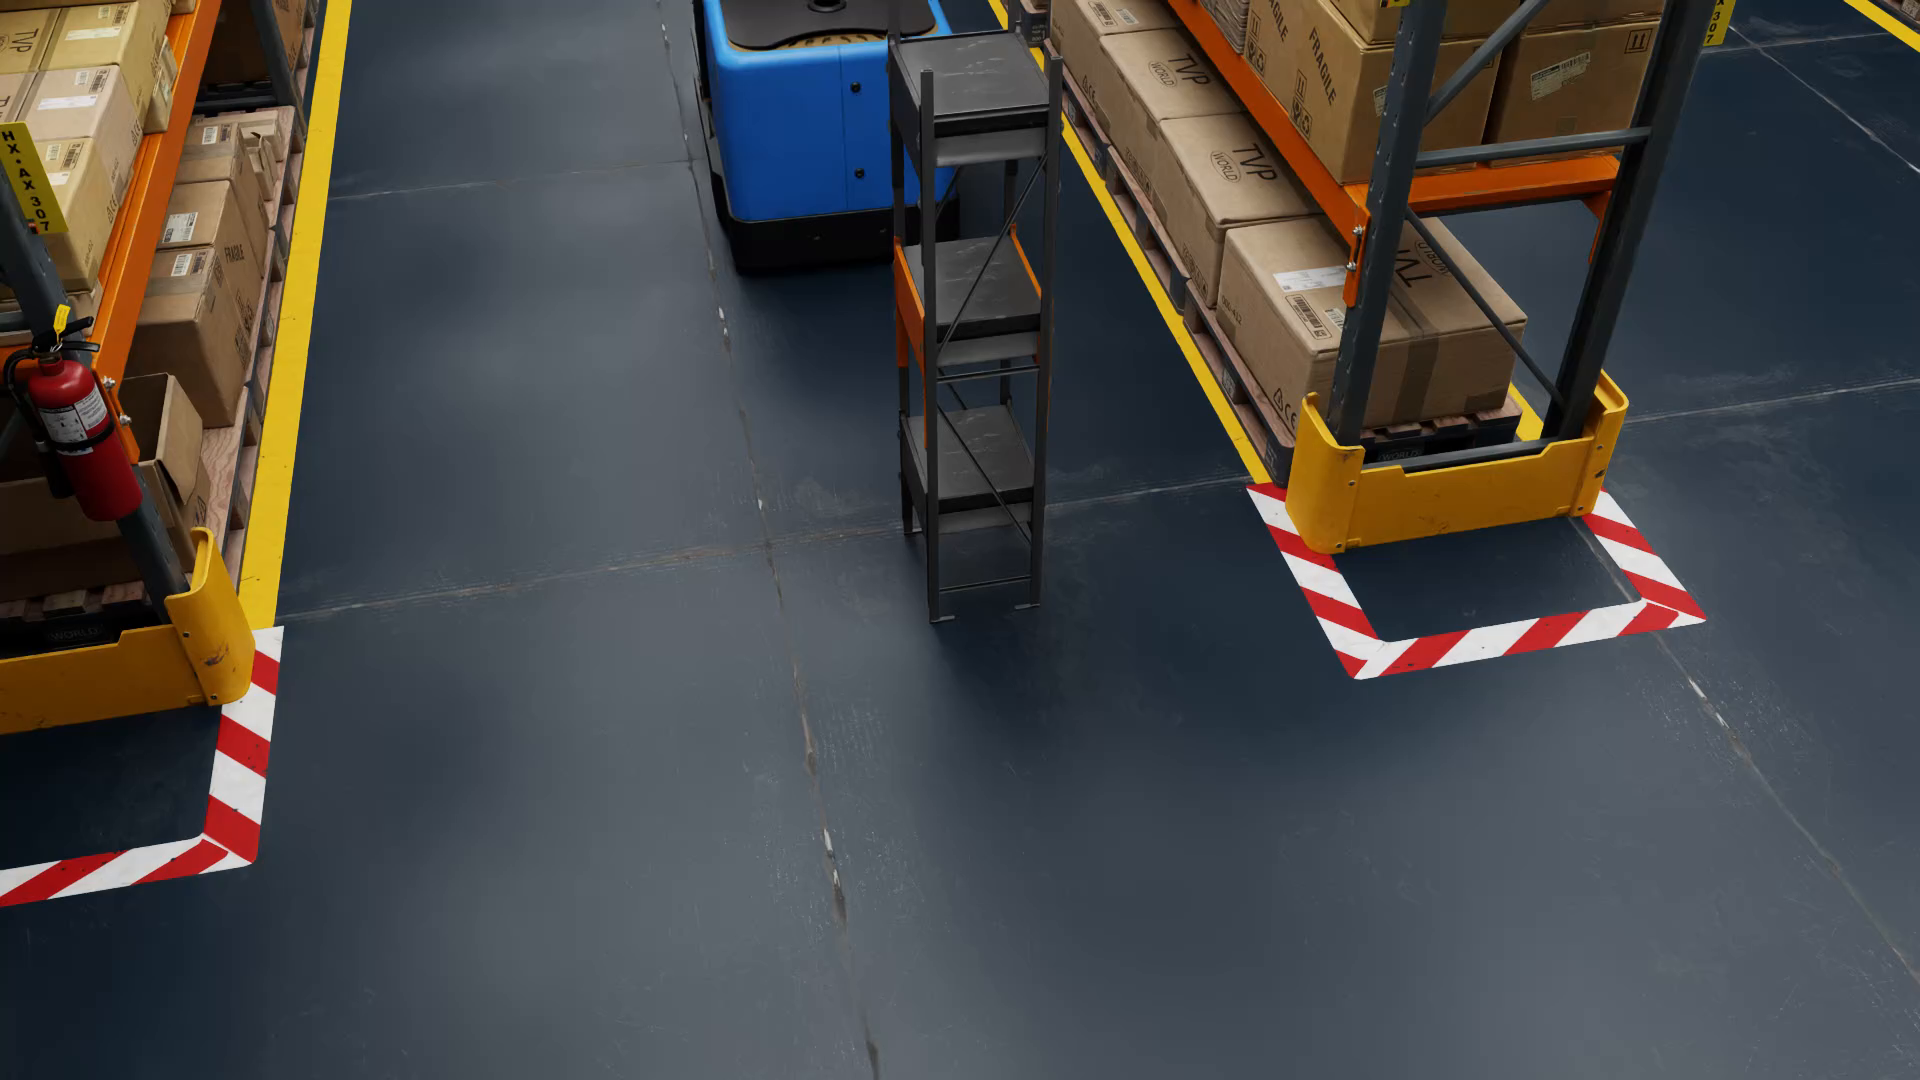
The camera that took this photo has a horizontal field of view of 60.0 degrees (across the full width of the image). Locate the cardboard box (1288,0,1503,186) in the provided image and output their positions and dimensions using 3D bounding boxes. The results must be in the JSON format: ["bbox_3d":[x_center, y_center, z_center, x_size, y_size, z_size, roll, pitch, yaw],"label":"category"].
[{"bbox_3d":[1.477,-1.582,5.697,0.500,0.500,0.500,-8,42,-9],"label":"cardboard box"}]

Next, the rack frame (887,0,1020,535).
[{"bbox_3d":[-0.017,-0.836,5.610,0.400,2.100,0.015,-8,42,-9],"label":"rack frame"}]

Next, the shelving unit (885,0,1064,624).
[{"bbox_3d":[0.036,-0.678,5.432,0.431,2.100,0.503,-8,42,-9],"label":"shelving unit"}]

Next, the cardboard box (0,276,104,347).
[{"bbox_3d":[-2.809,-0.714,4.984,0.380,0.149,0.250,-9,42,-10],"label":"cardboard box"}]

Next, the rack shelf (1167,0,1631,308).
[{"bbox_3d":[1.408,-2.297,7.120,1.077,0.370,4.000,-8,42,-9],"label":"rack shelf"}]

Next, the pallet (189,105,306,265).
[{"bbox_3d":[-3.722,-1.660,7.962,1.003,0.211,1.213,-8,42,-9],"label":"pallet"}]

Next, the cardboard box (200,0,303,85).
[{"bbox_3d":[-3.754,-2.717,8.617,0.500,0.500,0.500,-7,42,-7],"label":"cardboard box"}]

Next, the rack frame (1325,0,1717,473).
[{"bbox_3d":[1.839,-1.269,5.420,1.000,3.000,0.127,-8,42,-9],"label":"rack frame"}]

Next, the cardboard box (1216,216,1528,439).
[{"bbox_3d":[1.599,-0.882,6.597,0.875,0.438,0.875,-10,43,-11],"label":"cardboard box"}]

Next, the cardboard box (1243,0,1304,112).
[{"bbox_3d":[1.383,-1.909,6.066,0.500,0.500,0.500,-9,42,-10],"label":"cardboard box"}]

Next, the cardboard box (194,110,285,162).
[{"bbox_3d":[-3.463,-1.920,7.985,0.380,0.149,0.250,-10,42,-11],"label":"cardboard box"}]

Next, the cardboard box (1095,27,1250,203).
[{"bbox_3d":[1.201,-2.059,7.923,0.875,0.438,0.875,-10,42,-11],"label":"cardboard box"}]

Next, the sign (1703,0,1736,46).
[{"bbox_3d":[2.383,-1.698,5.192,0.100,0.325,0.005,-8,42,-9],"label":"sign"}]

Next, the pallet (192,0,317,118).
[{"bbox_3d":[-4.082,-2.627,9.051,1.003,0.211,1.213,-8,42,-9],"label":"pallet"}]

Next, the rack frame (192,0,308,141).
[{"bbox_3d":[-3.870,-3.149,7.537,1.000,3.000,0.127,-8,42,-9],"label":"rack frame"}]

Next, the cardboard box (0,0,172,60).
[{"bbox_3d":[-3.194,-1.927,6.050,0.500,0.250,0.500,-9,42,-10],"label":"cardboard box"}]

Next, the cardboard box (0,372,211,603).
[{"bbox_3d":[-3.046,-0.189,5.768,0.797,0.503,0.637,-10,43,-11],"label":"cardboard box"}]

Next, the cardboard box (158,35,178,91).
[{"bbox_3d":[-3.116,-1.724,6.122,0.380,0.149,0.250,-7,42,-8],"label":"cardboard box"}]

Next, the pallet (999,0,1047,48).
[{"bbox_3d":[0.736,-3.309,9.818,1.003,0.211,1.213,-8,42,-9],"label":"pallet"}]

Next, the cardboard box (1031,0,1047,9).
[{"bbox_3d":[0.764,-3.615,9.347,0.875,0.875,0.875,-7,42,-8],"label":"cardboard box"}]

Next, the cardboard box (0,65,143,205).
[{"bbox_3d":[-2.950,-1.270,5.311,0.500,0.250,0.500,-8,42,-9],"label":"cardboard box"}]

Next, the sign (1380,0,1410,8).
[{"bbox_3d":[1.307,-1.722,4.880,0.100,0.325,0.005,-8,42,-9],"label":"sign"}]

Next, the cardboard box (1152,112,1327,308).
[{"bbox_3d":[1.394,-1.474,7.264,0.875,0.438,0.875,-7,42,-8],"label":"cardboard box"}]

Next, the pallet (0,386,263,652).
[{"bbox_3d":[-3.196,-0.079,6.180,1.003,0.211,1.213,-8,42,-9],"label":"pallet"}]

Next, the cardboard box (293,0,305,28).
[{"bbox_3d":[-3.879,-3.060,9.005,0.500,0.500,0.500,-9,42,-10],"label":"cardboard box"}]

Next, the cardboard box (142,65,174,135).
[{"bbox_3d":[-3.039,-1.556,5.933,0.380,0.149,0.250,-9,42,-11],"label":"cardboard box"}]

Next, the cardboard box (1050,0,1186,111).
[{"bbox_3d":[1.007,-2.639,8.577,0.875,0.438,0.875,-9,42,-10],"label":"cardboard box"}]

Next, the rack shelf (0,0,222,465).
[{"bbox_3d":[-3.438,-1.583,6.316,1.077,0.370,4.000,-8,42,-9],"label":"rack shelf"}]

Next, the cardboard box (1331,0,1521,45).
[{"bbox_3d":[1.503,-1.959,5.369,0.500,0.500,0.500,-7,42,-8],"label":"cardboard box"}]

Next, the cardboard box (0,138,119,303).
[{"bbox_3d":[-2.841,-0.944,4.942,0.500,0.250,0.500,-8,42,-9],"label":"cardboard box"}]

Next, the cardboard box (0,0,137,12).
[{"bbox_3d":[-3.165,-2.196,5.789,0.500,0.500,0.500,-7,42,-8],"label":"cardboard box"}]

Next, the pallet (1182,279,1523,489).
[{"bbox_3d":[1.591,-0.734,6.917,1.003,0.211,1.213,-8,42,-9],"label":"pallet"}]

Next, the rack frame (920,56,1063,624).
[{"bbox_3d":[0.088,-0.520,5.254,0.400,2.100,0.015,-8,42,-9],"label":"rack frame"}]

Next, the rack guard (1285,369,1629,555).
[{"bbox_3d":[1.845,-0.319,6.233,1.175,0.500,0.348,-8,42,-9],"label":"rack guard"}]

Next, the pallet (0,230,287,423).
[{"bbox_3d":[-3.456,-0.868,7.069,1.003,0.211,1.213,-8,42,-9],"label":"pallet"}]

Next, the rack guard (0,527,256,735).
[{"bbox_3d":[-3.023,0.330,5.502,1.175,0.500,0.348,-8,42,-9],"label":"rack guard"}]

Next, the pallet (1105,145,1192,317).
[{"bbox_3d":[1.331,-1.523,7.807,1.003,0.211,1.213,-8,42,-9],"label":"pallet"}]

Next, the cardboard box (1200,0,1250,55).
[{"bbox_3d":[1.263,-2.241,6.440,0.500,0.500,0.500,-7,42,-8],"label":"cardboard box"}]

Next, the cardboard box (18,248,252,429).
[{"bbox_3d":[-3.192,-0.748,6.399,0.700,0.500,0.500,-7,42,-8],"label":"cardboard box"}]

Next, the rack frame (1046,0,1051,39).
[{"bbox_3d":[0.976,-3.862,8.341,1.000,3.000,0.127,-8,42,-9],"label":"rack frame"}]

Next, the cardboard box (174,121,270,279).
[{"bbox_3d":[-3.416,-1.421,7.157,0.700,0.500,0.500,-10,43,-11],"label":"cardboard box"}]

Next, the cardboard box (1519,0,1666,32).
[{"bbox_3d":[2.014,-2.033,5.452,0.500,0.500,0.500,-9,42,-10],"label":"cardboard box"}]

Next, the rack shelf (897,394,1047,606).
[{"bbox_3d":[0.036,-0.144,5.906,0.431,0.518,0.480,-8,42,-9],"label":"rack shelf"}]

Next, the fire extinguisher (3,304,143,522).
[{"bbox_3d":[-2.523,-0.358,4.733,0.296,0.674,0.183,-8,42,-9],"label":"fire extinguisher"}]

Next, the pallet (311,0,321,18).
[{"bbox_3d":[-4.349,-3.420,9.944,1.003,0.211,1.213,-8,42,-9],"label":"pallet"}]

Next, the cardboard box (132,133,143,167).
[{"bbox_3d":[-3.058,-1.382,5.736,0.380,0.149,0.250,-8,42,-9],"label":"cardboard box"}]

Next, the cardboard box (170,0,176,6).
[{"bbox_3d":[-3.304,-2.261,6.426,0.500,0.250,0.500,-9,42,-10],"label":"cardboard box"}]

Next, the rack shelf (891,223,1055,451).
[{"bbox_3d":[0.036,-0.668,5.441,0.431,0.518,0.480,-8,42,-9],"label":"rack shelf"}]

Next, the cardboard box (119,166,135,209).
[{"bbox_3d":[-2.995,-1.210,5.543,0.380,0.149,0.250,-7,42,-8],"label":"cardboard box"}]

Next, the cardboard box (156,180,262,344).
[{"bbox_3d":[-3.209,-1.105,6.802,0.500,0.500,0.500,-8,42,-8],"label":"cardboard box"}]

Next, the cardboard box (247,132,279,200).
[{"bbox_3d":[-3.386,-1.733,7.686,0.396,0.266,0.258,-7,42,-8],"label":"cardboard box"}]

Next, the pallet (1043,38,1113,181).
[{"bbox_3d":[1.064,-2.315,8.699,1.003,0.211,1.213,-8,42,-9],"label":"pallet"}]

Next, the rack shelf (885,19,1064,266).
[{"bbox_3d":[0.036,-1.191,4.976,0.431,0.518,0.480,-8,42,-9],"label":"rack shelf"}]

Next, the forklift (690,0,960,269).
[{"bbox_3d":[-0.798,-3.311,7.772,1.130,2.935,3.031,-8,42,-9],"label":"forklift"}]

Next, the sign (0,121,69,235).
[{"bbox_3d":[-2.477,-0.957,4.417,0.100,0.325,0.005,-8,42,-9],"label":"sign"}]

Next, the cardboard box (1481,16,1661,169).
[{"bbox_3d":[2.016,-1.659,5.784,0.500,0.500,0.500,-9,42,-10],"label":"cardboard box"}]

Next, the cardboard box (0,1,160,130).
[{"bbox_3d":[-3.063,-1.598,5.680,0.500,0.250,0.500,-9,42,-10],"label":"cardboard box"}]

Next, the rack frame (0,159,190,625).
[{"bbox_3d":[-3.006,-0.556,4.617,1.000,3.000,0.127,-8,42,-9],"label":"rack frame"}]

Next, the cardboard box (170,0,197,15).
[{"bbox_3d":[-3.285,-2.218,6.678,0.380,0.149,0.250,-9,42,-10],"label":"cardboard box"}]
